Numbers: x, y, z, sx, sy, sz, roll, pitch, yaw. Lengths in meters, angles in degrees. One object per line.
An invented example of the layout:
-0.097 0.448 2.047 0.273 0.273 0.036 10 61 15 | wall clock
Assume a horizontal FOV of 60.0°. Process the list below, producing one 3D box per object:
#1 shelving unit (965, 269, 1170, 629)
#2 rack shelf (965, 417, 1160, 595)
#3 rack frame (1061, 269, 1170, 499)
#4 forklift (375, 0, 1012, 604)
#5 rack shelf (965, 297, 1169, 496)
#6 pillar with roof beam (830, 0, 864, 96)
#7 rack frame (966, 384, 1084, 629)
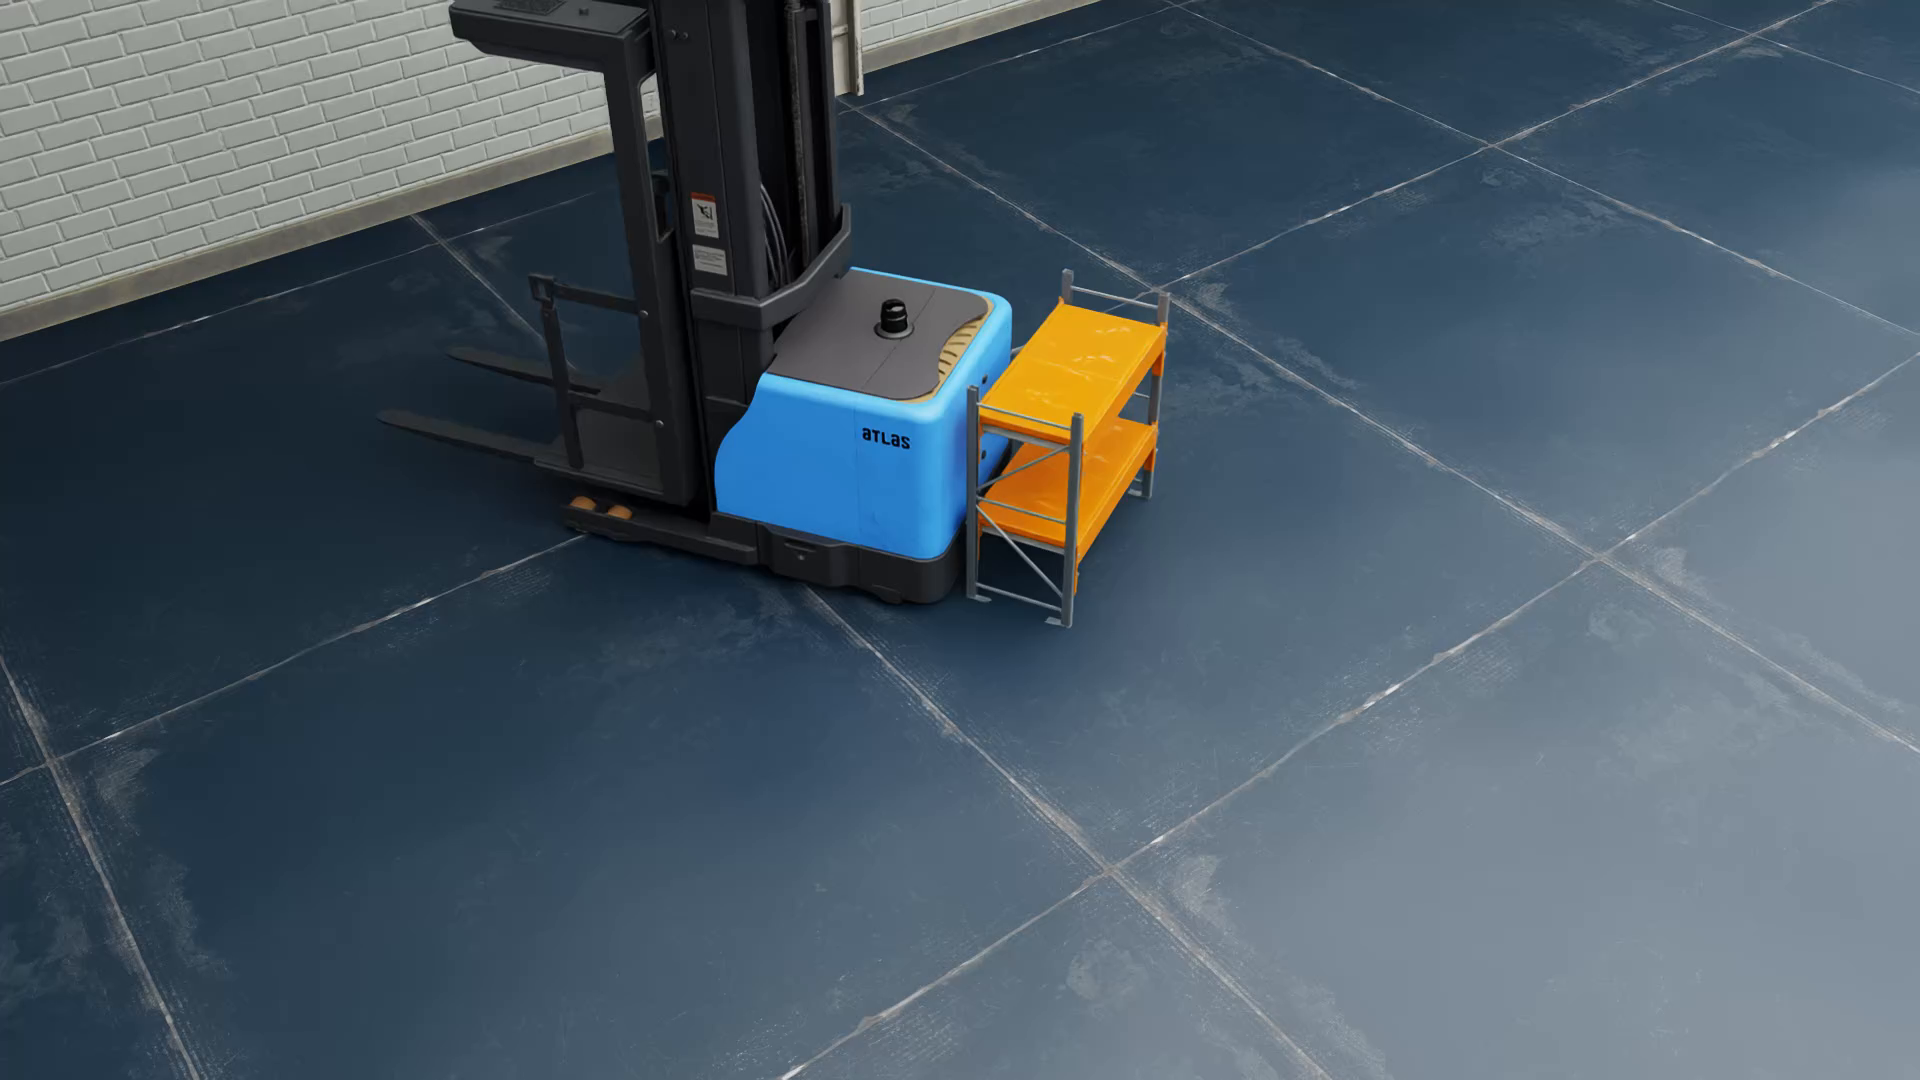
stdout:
0.475 -0.414 7.368 0.538 1.125 1.048 16 42 19 | shelving unit
0.475 -0.225 7.523 0.538 0.278 1.000 16 42 19 | rack shelf
0.690 -0.706 7.724 0.500 1.125 0.032 16 42 19 | rack frame
-1.328 -1.425 7.177 3.031 2.935 1.130 13 41 16 | forklift
0.475 -0.640 7.182 0.538 0.278 1.000 16 42 19 | rack shelf
1.712 -4.406 6.026 0.400 9.000 9.100 -26 46 -28 | pillar with roof beam
0.260 -0.122 7.012 0.500 1.125 0.032 16 42 19 | rack frame
